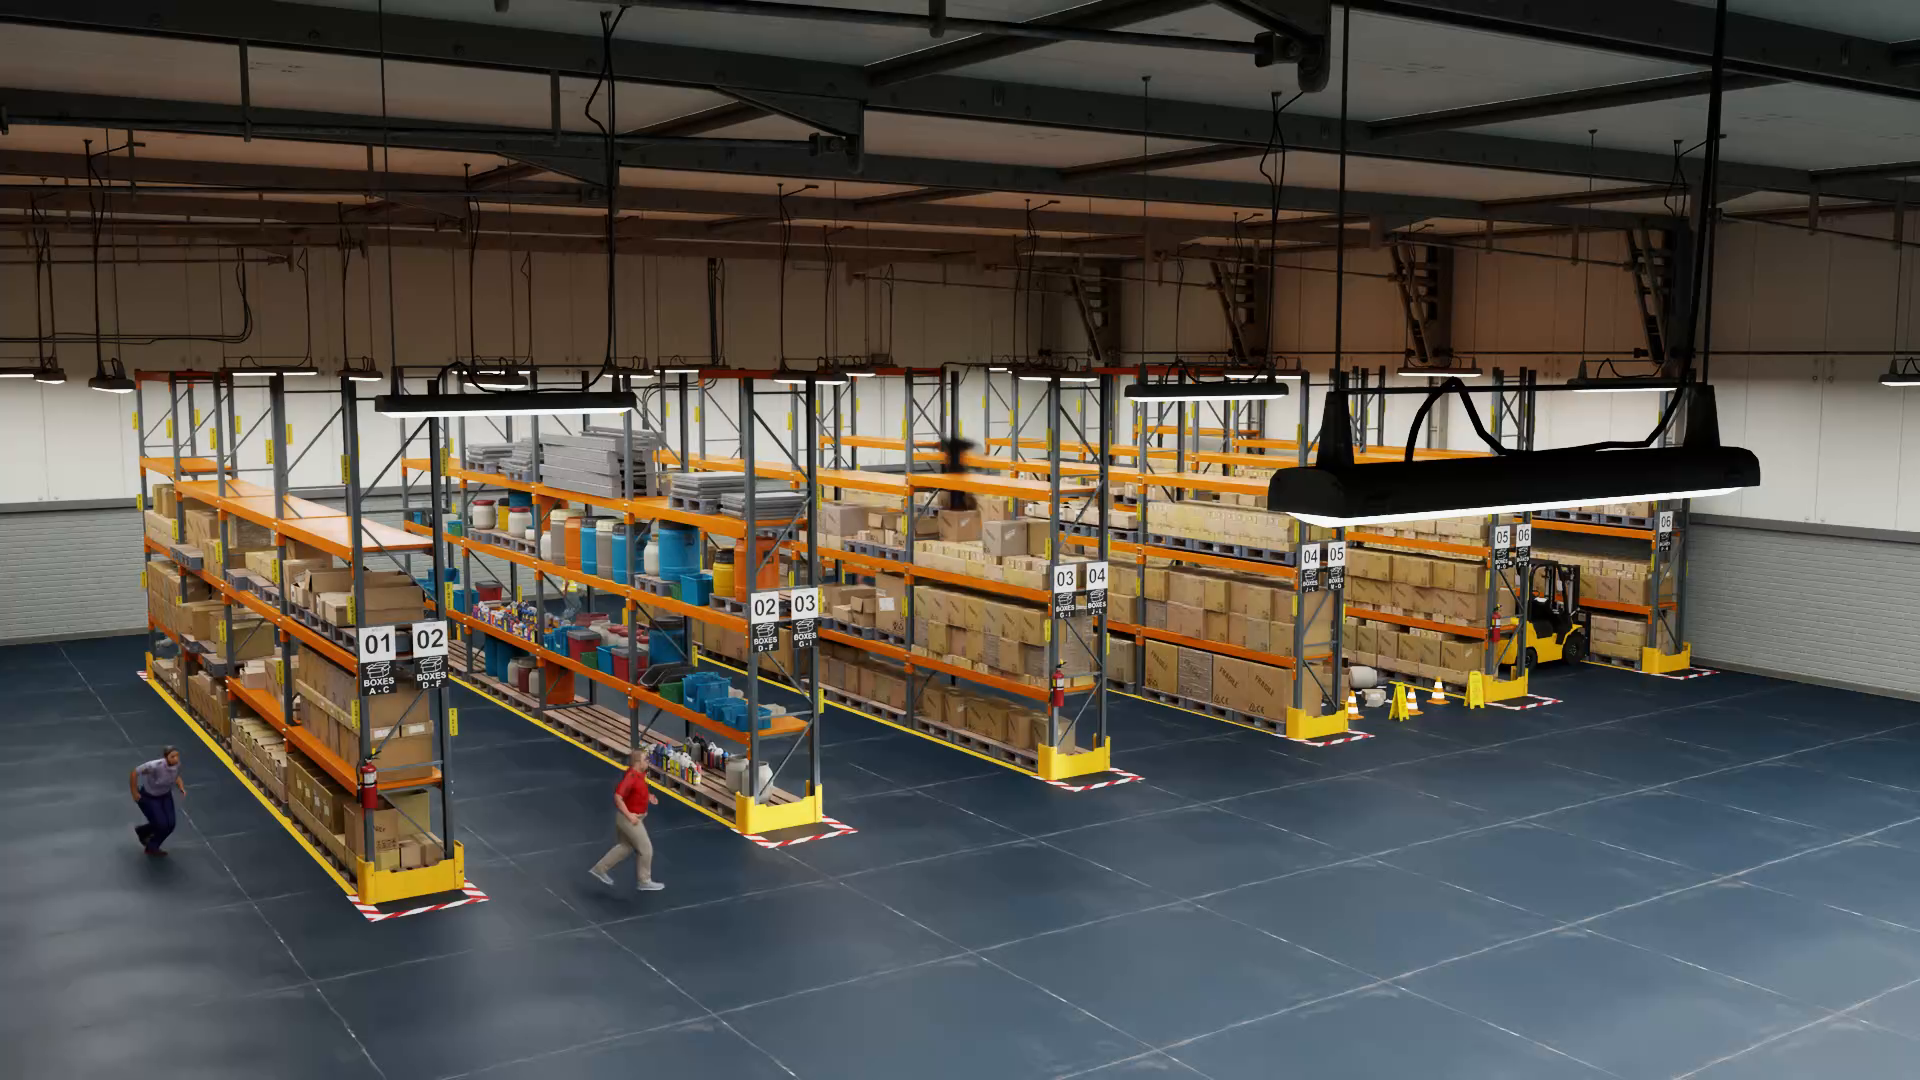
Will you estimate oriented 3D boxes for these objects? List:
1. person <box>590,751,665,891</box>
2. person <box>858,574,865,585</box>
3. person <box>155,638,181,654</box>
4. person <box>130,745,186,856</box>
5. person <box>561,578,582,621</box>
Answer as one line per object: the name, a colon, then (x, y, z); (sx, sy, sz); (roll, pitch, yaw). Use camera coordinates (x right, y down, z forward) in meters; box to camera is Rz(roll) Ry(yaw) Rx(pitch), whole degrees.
person: (-3.909, 3.337, 19.412); (0.856, 1.624, 0.680); (0, 6, -4)
person: (-2.644, 0.737, 42.782); (0.580, 1.559, 0.735); (5, 8, 37)
person: (-16.211, 1.674, 34.275); (0.698, 1.628, 0.591); (1, 7, 8)
person: (-10.058, 3.271, 20.807); (0.776, 1.470, 0.633); (3, 7, 27)
person: (-8.886, 1.188, 38.005); (0.623, 1.721, 0.728); (-3, 7, -25)
